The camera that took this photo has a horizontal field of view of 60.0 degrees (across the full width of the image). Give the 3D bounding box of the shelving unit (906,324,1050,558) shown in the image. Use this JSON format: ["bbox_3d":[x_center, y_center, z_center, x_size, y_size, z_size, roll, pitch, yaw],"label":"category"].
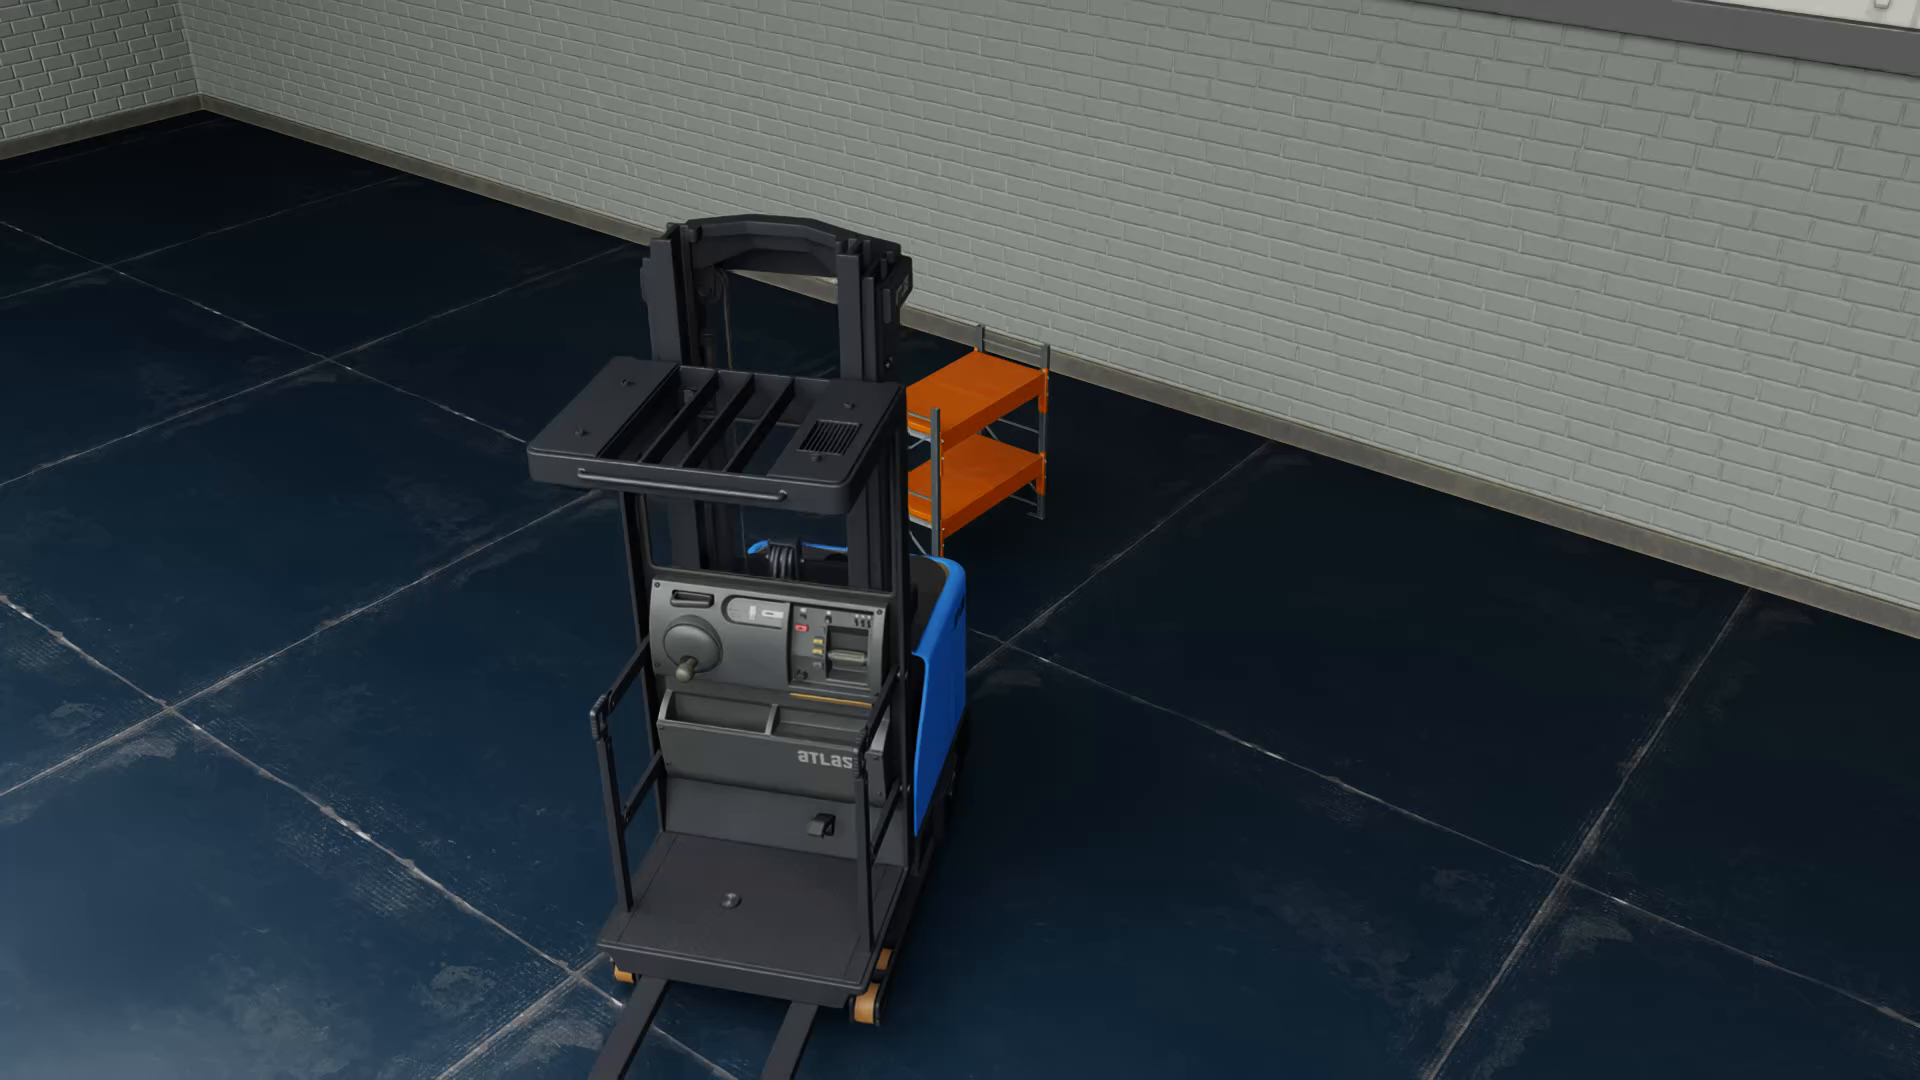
[{"bbox_3d":[-0.004,-0.481,9.459,0.538,1.125,1.048,21,37,31],"label":"shelving unit"}]

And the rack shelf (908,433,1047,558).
[{"bbox_3d":[-0.004,-0.271,9.583,0.538,0.278,1.000,21,37,31],"label":"rack shelf"}]

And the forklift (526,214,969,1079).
[{"bbox_3d":[-0.781,0.429,6.151,1.130,2.935,3.031,7,31,11],"label":"forklift"}]

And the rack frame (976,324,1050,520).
[{"bbox_3d":[0.303,-0.688,9.807,0.500,1.125,0.032,21,37,31],"label":"rack frame"}]

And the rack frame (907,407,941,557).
[{"bbox_3d":[-0.311,-0.275,9.110,0.500,1.125,0.032,21,37,31],"label":"rack frame"}]

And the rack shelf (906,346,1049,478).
[{"bbox_3d":[-0.004,-0.733,9.309,0.538,0.278,1.000,21,37,31],"label":"rack shelf"}]
